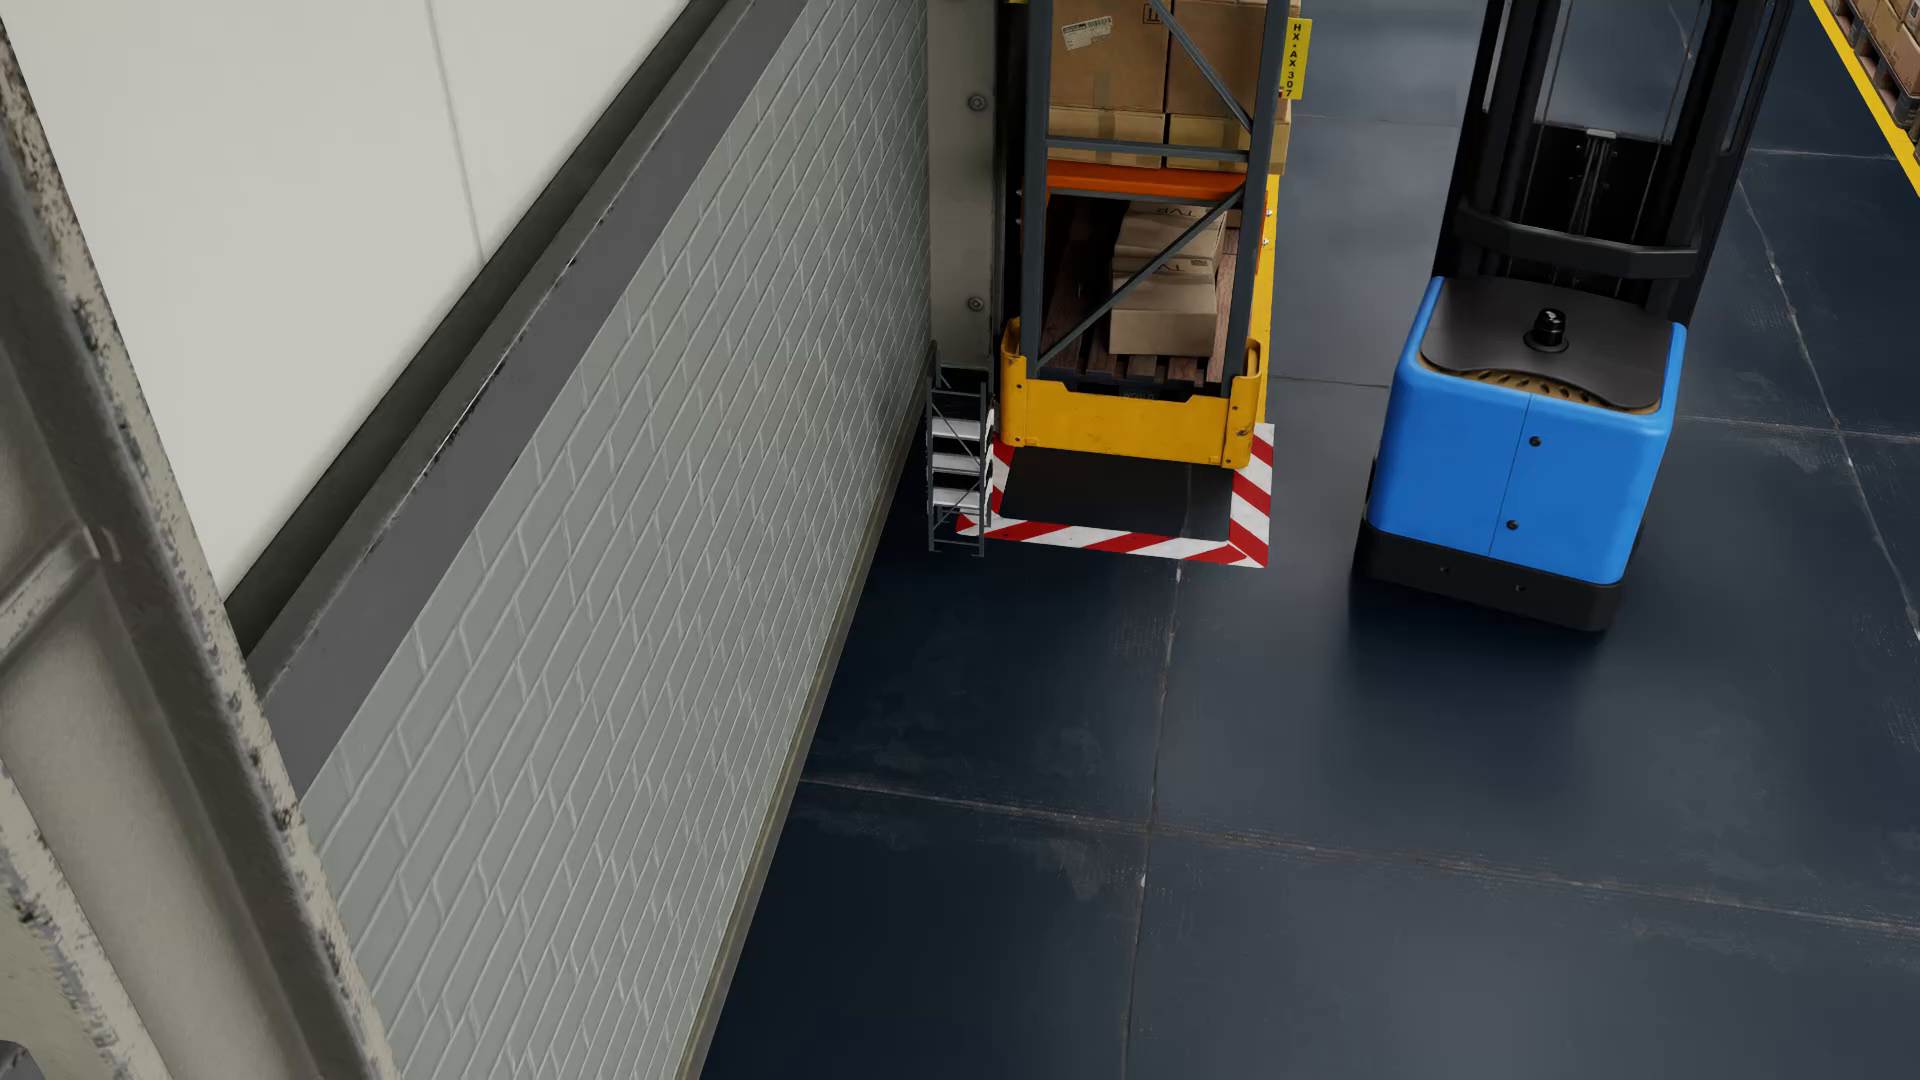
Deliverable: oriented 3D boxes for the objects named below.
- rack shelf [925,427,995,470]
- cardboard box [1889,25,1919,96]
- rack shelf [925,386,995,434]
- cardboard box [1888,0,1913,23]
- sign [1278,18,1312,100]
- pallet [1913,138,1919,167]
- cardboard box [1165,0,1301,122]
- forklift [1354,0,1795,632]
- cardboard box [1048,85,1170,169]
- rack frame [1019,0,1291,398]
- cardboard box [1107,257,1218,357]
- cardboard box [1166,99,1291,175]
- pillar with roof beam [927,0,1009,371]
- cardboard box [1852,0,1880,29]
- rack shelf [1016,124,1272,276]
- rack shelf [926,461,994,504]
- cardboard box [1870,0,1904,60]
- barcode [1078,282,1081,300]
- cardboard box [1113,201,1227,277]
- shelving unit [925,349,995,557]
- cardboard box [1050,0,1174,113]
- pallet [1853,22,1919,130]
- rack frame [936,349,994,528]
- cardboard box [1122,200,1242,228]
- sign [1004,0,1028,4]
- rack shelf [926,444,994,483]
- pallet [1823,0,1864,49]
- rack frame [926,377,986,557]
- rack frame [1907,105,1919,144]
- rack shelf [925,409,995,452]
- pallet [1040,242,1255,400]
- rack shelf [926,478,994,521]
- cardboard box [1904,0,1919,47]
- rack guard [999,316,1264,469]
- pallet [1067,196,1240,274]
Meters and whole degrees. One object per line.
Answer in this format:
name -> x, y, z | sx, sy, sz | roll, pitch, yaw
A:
rack shelf -> 0.001, -0.395, 6.933 | 0.258, 0.077, 0.200 | 6, 40, 8
cardboard box -> 6.125, -2.962, 10.306 | 0.500, 0.250, 0.500 | 6, 40, 7
rack shelf -> 0.001, -0.534, 6.818 | 0.258, 0.077, 0.200 | 6, 40, 8
cardboard box -> 6.210, -3.498, 10.516 | 0.500, 0.311, 0.500 | 7, 40, 9
sign -> 1.301, -1.875, 6.484 | 0.100, 0.325, 0.005 | 6, 40, 8
pallet -> 6.160, -1.998, 9.501 | 1.003, 0.211, 1.213 | 6, 40, 8
cardboard box -> 1.145, -2.106, 6.957 | 0.500, 0.500, 0.500 | 6, 40, 8
forklift -> 2.701, -1.702, 7.009 | 1.130, 2.935, 3.031 | 15, 42, 17
cardboard box -> 0.657, -1.865, 7.254 | 0.500, 0.250, 0.500 | 7, 40, 8
rack frame -> 0.767, -1.601, 6.832 | 1.000, 3.000, 0.127 | 6, 40, 8
cardboard box -> 0.975, -1.158, 8.062 | 0.500, 0.311, 0.500 | 2, 40, 3
cardboard box -> 1.164, -1.822, 7.201 | 0.500, 0.250, 0.500 | 5, 40, 6
pillar with roof beam -> 4.276, -3.973, 4.993 | 9.100, 9.000, 0.400 | 6, 40, 8
cardboard box -> 6.302, -3.600, 11.078 | 0.500, 0.250, 0.500 | 7, 40, 9
rack shelf -> 1.113, -2.579, 8.579 | 1.077, 0.370, 4.000 | 6, 40, 8
rack shelf -> 0.001, -0.257, 7.048 | 0.258, 0.077, 0.200 | 6, 40, 8
cardboard box -> 6.214, -3.279, 10.690 | 0.500, 0.250, 0.500 | 6, 40, 7
barcode -> 0.584, -1.217, 8.126 | 0.001, 0.075, 0.075 | 6, 40, 8
cardboard box -> 1.074, -1.516, 8.495 | 0.500, 0.311, 0.500 | 10, 41, 11
shelving unit -> 0.001, -0.352, 6.969 | 0.258, 0.900, 0.210 | 6, 40, 8
cardboard box -> 0.639, -2.159, 7.021 | 0.500, 0.500, 0.500 | 6, 40, 7
pallet -> 6.428, -2.959, 10.663 | 1.003, 0.211, 1.213 | 6, 40, 8
rack frame -> 0.019, -0.416, 7.046 | 0.240, 0.900, 0.006 | 6, 40, 8
cardboard box -> 1.250, -2.044, 8.984 | 0.700, 0.500, 0.500 | 4, 40, 5
sign -> 0.224, -2.243, 6.452 | 0.100, 0.325, 0.005 | 6, 40, 8
rack shelf -> 0.001, -0.326, 6.990 | 0.258, 0.077, 0.200 | 6, 40, 8
pallet -> 6.637, -3.727, 11.592 | 1.003, 0.211, 1.213 | 6, 40, 8
rack frame -> -0.016, -0.288, 6.892 | 0.240, 0.900, 0.006 | 6, 40, 8
rack frame -> 6.339, -3.567, 9.210 | 1.000, 3.000, 0.127 | 6, 40, 8
rack shelf -> 0.001, -0.465, 6.876 | 0.258, 0.077, 0.200 | 6, 40, 8
pallet -> 0.955, -1.080, 8.390 | 1.003, 0.211, 1.213 | 6, 40, 8
rack shelf -> 0.001, -0.187, 7.105 | 0.258, 0.077, 0.200 | 6, 40, 8
cardboard box -> 6.126, -3.171, 10.120 | 0.500, 0.311, 0.500 | 6, 40, 8
rack guard -> 0.780, -0.685, 7.686 | 1.175, 0.500, 0.348 | 6, 40, 8
pallet -> 1.169, -1.843, 9.314 | 1.003, 0.211, 1.213 | 6, 40, 8
